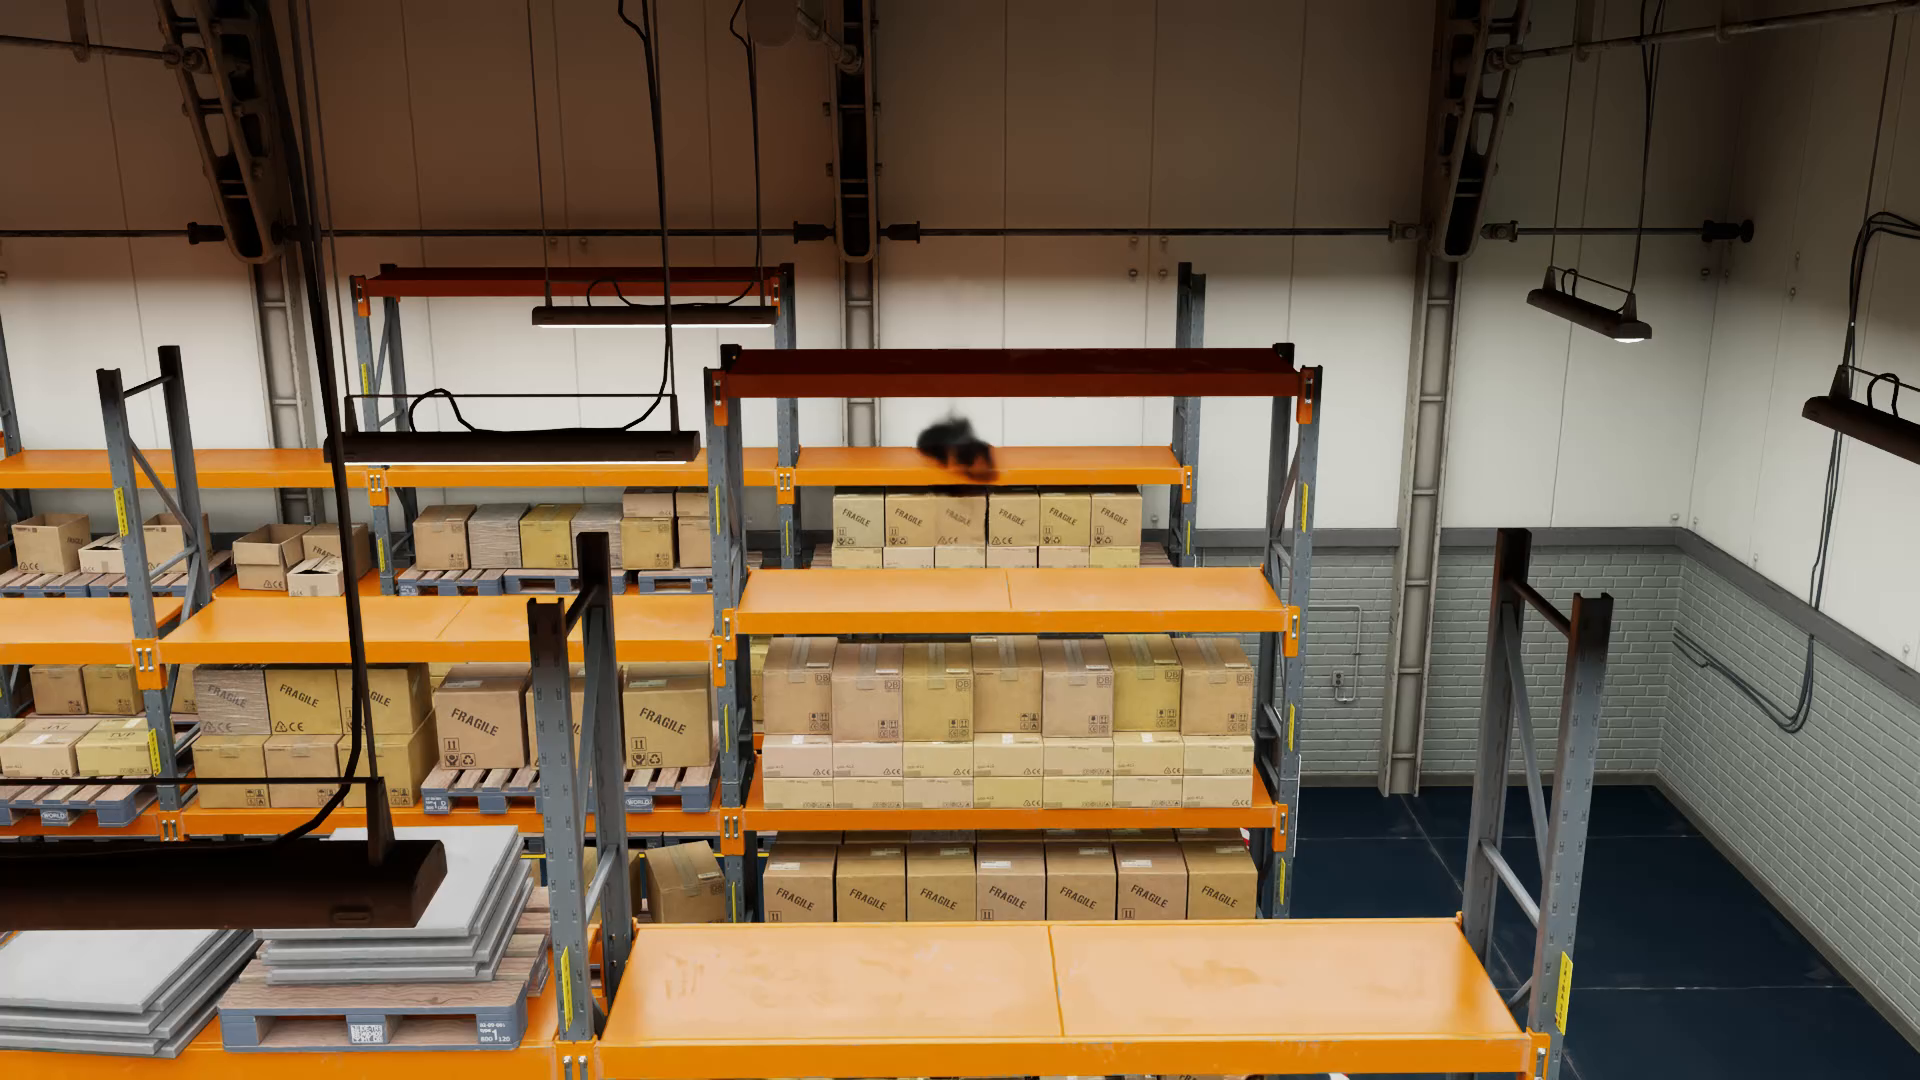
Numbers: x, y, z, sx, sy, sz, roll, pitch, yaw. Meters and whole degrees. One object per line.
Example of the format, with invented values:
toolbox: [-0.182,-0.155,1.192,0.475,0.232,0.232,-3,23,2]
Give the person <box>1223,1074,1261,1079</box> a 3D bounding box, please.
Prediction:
person: [1.943,4.190,11.305,0.624,1.615,0.594,-8,18,-25]
